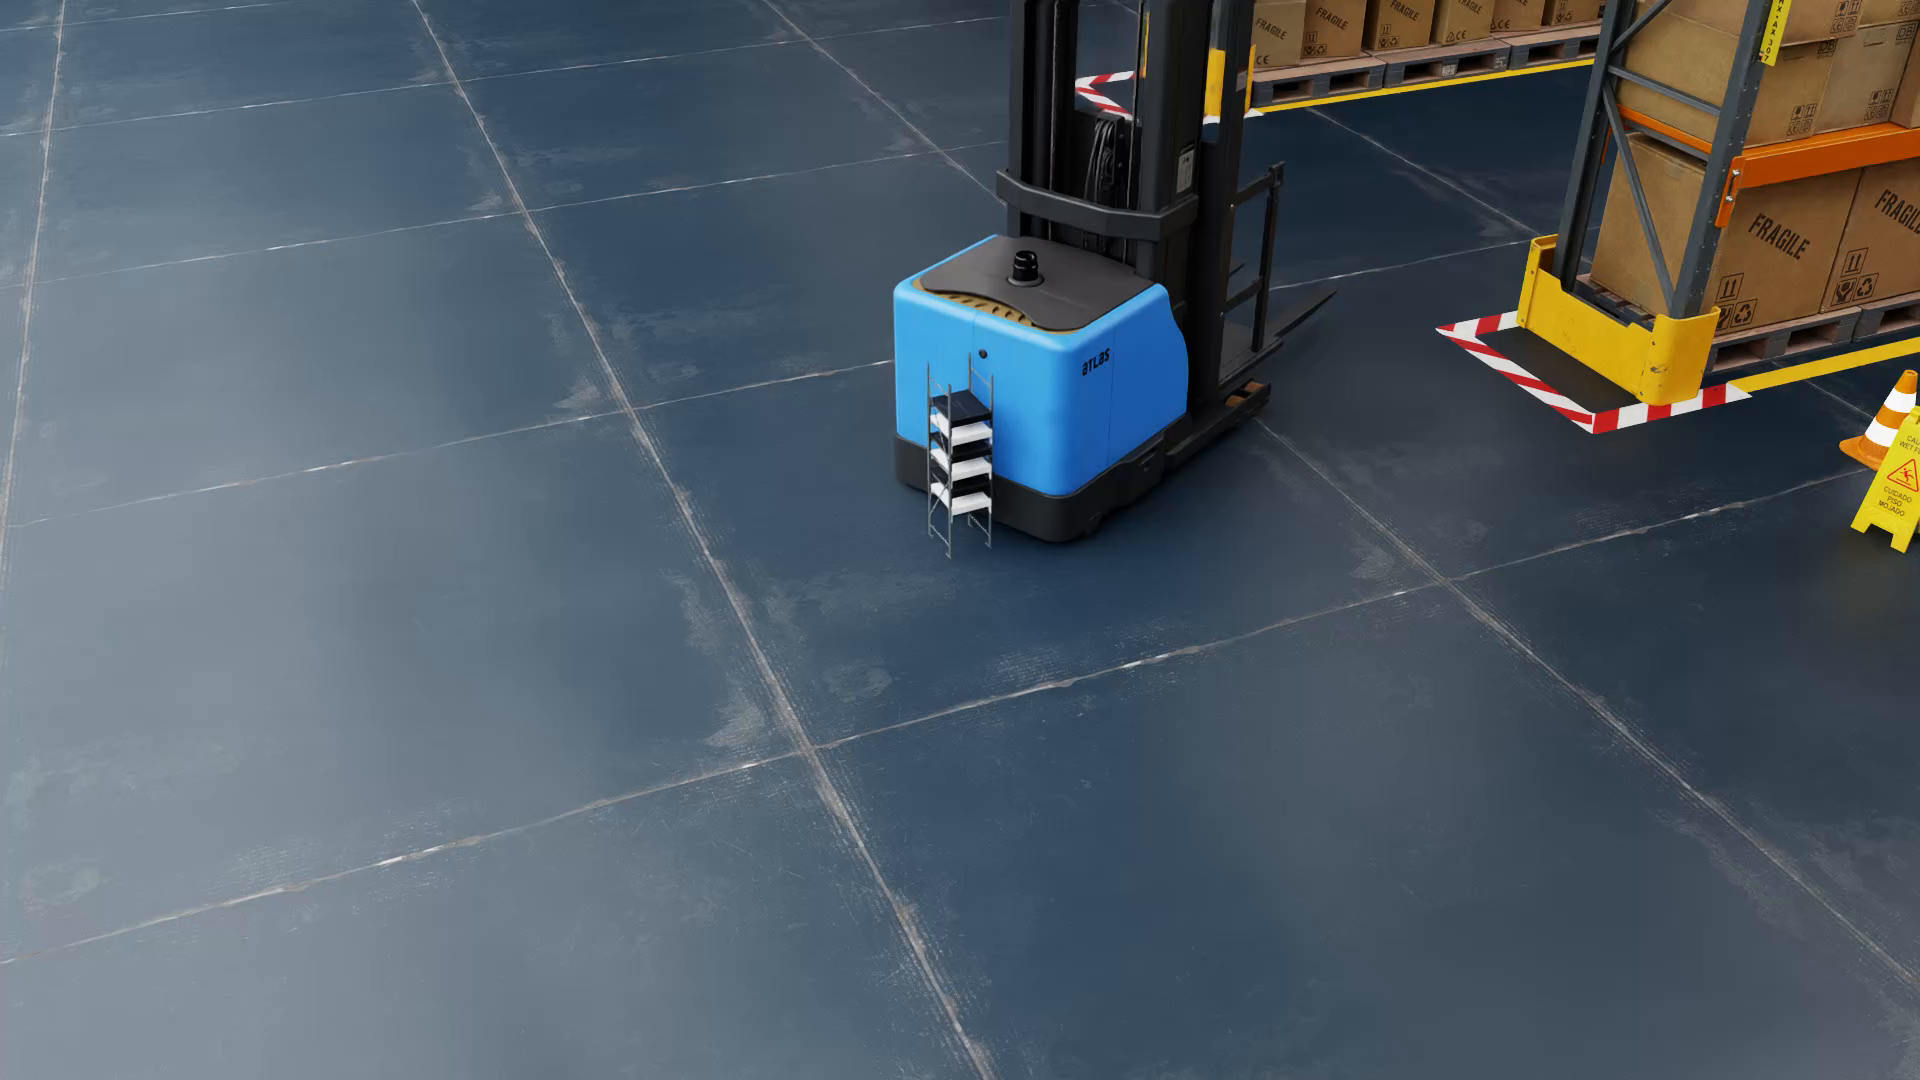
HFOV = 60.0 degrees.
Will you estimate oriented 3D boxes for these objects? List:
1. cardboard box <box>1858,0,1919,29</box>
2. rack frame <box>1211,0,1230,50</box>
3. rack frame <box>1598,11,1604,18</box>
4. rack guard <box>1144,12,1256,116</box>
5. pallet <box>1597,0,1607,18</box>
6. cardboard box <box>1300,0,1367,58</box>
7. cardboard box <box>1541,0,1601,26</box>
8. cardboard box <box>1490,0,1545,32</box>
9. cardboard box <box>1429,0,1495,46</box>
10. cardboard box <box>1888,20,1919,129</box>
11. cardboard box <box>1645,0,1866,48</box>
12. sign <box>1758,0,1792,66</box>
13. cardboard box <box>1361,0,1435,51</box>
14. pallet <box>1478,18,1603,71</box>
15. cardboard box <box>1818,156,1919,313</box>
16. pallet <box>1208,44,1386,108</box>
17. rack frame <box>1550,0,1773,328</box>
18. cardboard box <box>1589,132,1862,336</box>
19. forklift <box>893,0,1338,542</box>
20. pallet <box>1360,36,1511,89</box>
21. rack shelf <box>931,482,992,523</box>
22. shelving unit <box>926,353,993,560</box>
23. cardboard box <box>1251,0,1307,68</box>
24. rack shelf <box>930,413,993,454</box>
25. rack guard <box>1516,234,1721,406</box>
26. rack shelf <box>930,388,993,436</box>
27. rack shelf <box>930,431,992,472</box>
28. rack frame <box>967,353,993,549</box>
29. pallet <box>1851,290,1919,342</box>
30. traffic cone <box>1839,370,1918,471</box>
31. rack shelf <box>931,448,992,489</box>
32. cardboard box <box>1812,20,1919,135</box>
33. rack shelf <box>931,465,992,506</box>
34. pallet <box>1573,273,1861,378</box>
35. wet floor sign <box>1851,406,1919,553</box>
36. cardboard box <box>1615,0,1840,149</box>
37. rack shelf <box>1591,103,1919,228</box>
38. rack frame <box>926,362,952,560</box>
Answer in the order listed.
[{"bbox_3d":[4.459,-3.029,8.528,0.550,0.550,0.875,-13,35,-19],"label":"cardboard box"},{"bbox_3d":[1.803,-4.808,12.389,0.127,3.000,1.000,-13,35,-19],"label":"rack frame"},{"bbox_3d":[5.491,-5.652,13.687,0.127,3.000,1.000,-13,35,-19],"label":"rack frame"},{"bbox_3d":[1.873,-3.776,13.095,0.348,0.500,1.175,-13,35,-19],"label":"rack guard"},{"bbox_3d":[6.209,-4.649,14.701,1.213,0.211,1.003,-13,35,-19],"label":"pallet"},{"bbox_3d":[2.923,-4.203,13.366,0.500,0.500,0.500,-4,33,-6],"label":"cardboard box"},{"bbox_3d":[5.107,-4.716,14.155,0.500,0.500,0.500,-14,36,-20],"label":"cardboard box"},{"bbox_3d":[4.582,-4.592,13.963,0.500,0.500,0.500,-2,33,-4],"label":"cardboard box"},{"bbox_3d":[4.040,-4.421,13.701,0.500,0.500,0.500,-16,36,-23],"label":"cardboard box"},{"bbox_3d":[5.018,-2.639,8.917,0.550,0.550,0.875,-13,35,-19],"label":"cardboard box"},{"bbox_3d":[3.987,-2.867,8.278,0.550,0.550,0.875,-13,35,-19],"label":"cardboard box"},{"bbox_3d":[3.839,-2.408,7.834,0.005,0.325,0.100,-13,35,-19],"label":"sign"},{"bbox_3d":[3.508,-4.326,13.555,0.500,0.500,0.500,-10,34,-14],"label":"cardboard box"},{"bbox_3d":[4.886,-4.324,14.202,1.213,0.211,1.003,-13,35,-19],"label":"pallet"},{"bbox_3d":[5.040,-1.941,9.546,0.875,0.875,0.875,-13,35,-20],"label":"cardboard box"},{"bbox_3d":[2.636,-3.809,13.410,1.213,0.211,1.003,-13,35,-19],"label":"pallet"},{"bbox_3d":[3.630,-2.292,8.523,0.127,3.000,1.000,-13,35,-19],"label":"rack frame"},{"bbox_3d":[4.230,-1.754,9.259,0.875,0.875,0.875,-13,35,-19],"label":"cardboard box"},{"bbox_3d":[0.983,-1.961,8.076,1.130,2.935,3.031,23,40,31],"label":"forklift"},{"bbox_3d":[3.759,-4.064,13.803,1.213,0.211,1.003,-13,35,-19],"label":"pallet"},{"bbox_3d":[-0.001,-0.191,7.609,0.200,0.077,0.258,-15,36,-21],"label":"rack shelf"},{"bbox_3d":[-0.001,-0.370,7.493,0.210,0.900,0.258,-15,36,-21],"label":"shelving unit"},{"bbox_3d":[2.385,-4.060,13.146,0.500,0.500,0.500,-7,34,-10],"label":"cardboard box"},{"bbox_3d":[-0.001,-0.493,7.413,0.200,0.077,0.258,-15,36,-21],"label":"rack shelf"},{"bbox_3d":[3.608,-1.240,9.197,0.348,0.500,1.175,-13,35,-19],"label":"rack guard"},{"bbox_3d":[-0.001,-0.568,7.364,0.200,0.077,0.258,-15,36,-21],"label":"rack shelf"},{"bbox_3d":[-0.001,-0.417,7.462,0.200,0.077,0.258,-15,36,-21],"label":"rack shelf"},{"bbox_3d":[0.090,-0.394,7.530,0.006,0.900,0.240,-15,36,-21],"label":"rack frame"},{"bbox_3d":[5.460,-1.587,9.996,1.213,0.211,1.003,-13,35,-19],"label":"pallet"},{"bbox_3d":[4.670,-0.627,8.290,0.334,0.463,0.336,-13,35,-19],"label":"traffic cone"},{"bbox_3d":[-0.001,-0.342,7.511,0.200,0.077,0.258,-15,36,-21],"label":"rack shelf"},{"bbox_3d":[4.453,-2.584,8.833,0.550,0.550,0.875,-13,35,-19],"label":"cardboard box"},{"bbox_3d":[-0.001,-0.266,7.560,0.200,0.077,0.258,-15,36,-21],"label":"rack shelf"},{"bbox_3d":[4.337,-1.332,9.603,1.213,0.211,1.003,-13,35,-19],"label":"pallet"},{"bbox_3d":[4.370,-0.304,7.625,0.232,0.644,0.267,-19,38,-27],"label":"wet floor sign"},{"bbox_3d":[3.955,-2.456,8.637,0.550,0.550,0.875,-13,35,-19],"label":"cardboard box"},{"bbox_3d":[5.474,-2.413,9.368,4.000,0.370,1.077,-13,35,-19],"label":"rack shelf"},{"bbox_3d":[-0.093,-0.346,7.456,0.006,0.900,0.240,-15,36,-21],"label":"rack frame"}]
